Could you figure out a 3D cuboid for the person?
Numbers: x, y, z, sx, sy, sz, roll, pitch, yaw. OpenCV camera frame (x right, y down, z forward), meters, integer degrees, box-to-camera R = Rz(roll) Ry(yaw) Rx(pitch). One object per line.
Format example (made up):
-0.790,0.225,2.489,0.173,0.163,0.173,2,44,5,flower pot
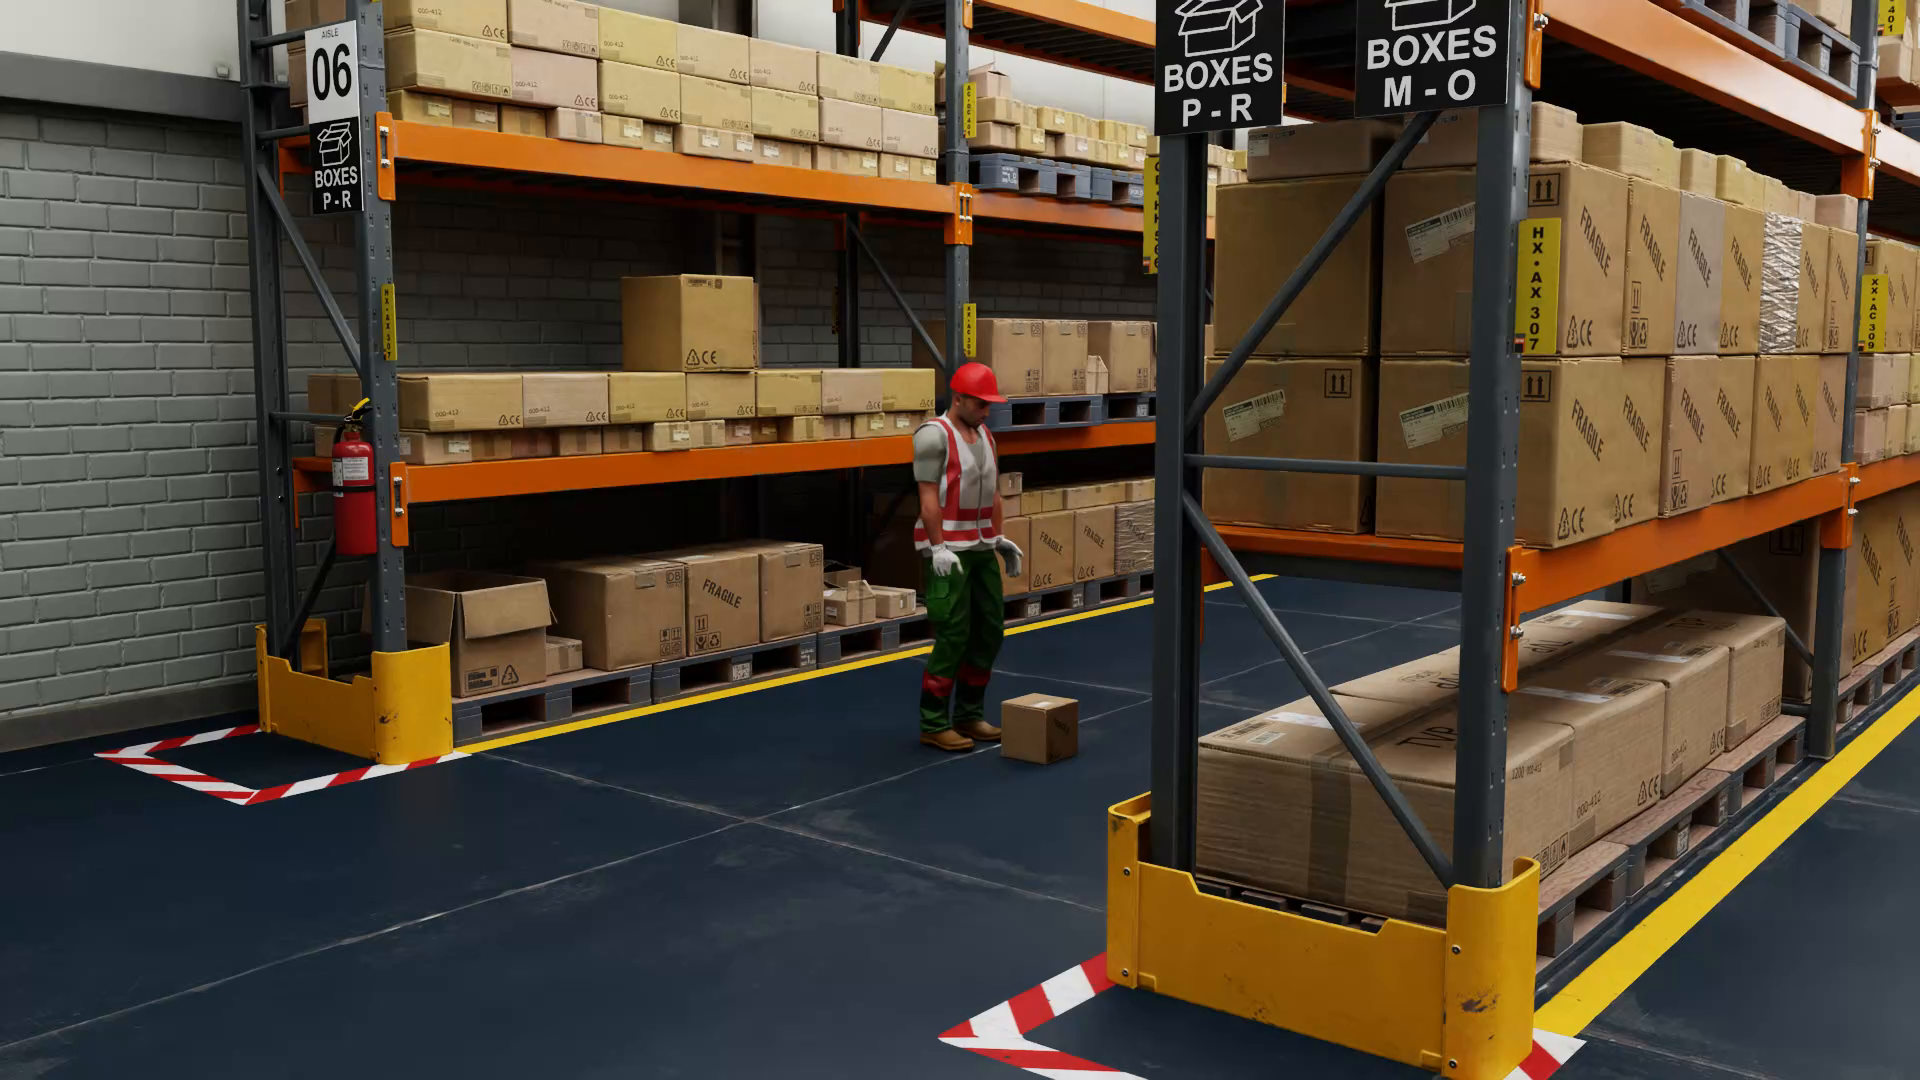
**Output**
0.027,0.065,7.672,0.400,1.763,0.535,5,9,39,person
